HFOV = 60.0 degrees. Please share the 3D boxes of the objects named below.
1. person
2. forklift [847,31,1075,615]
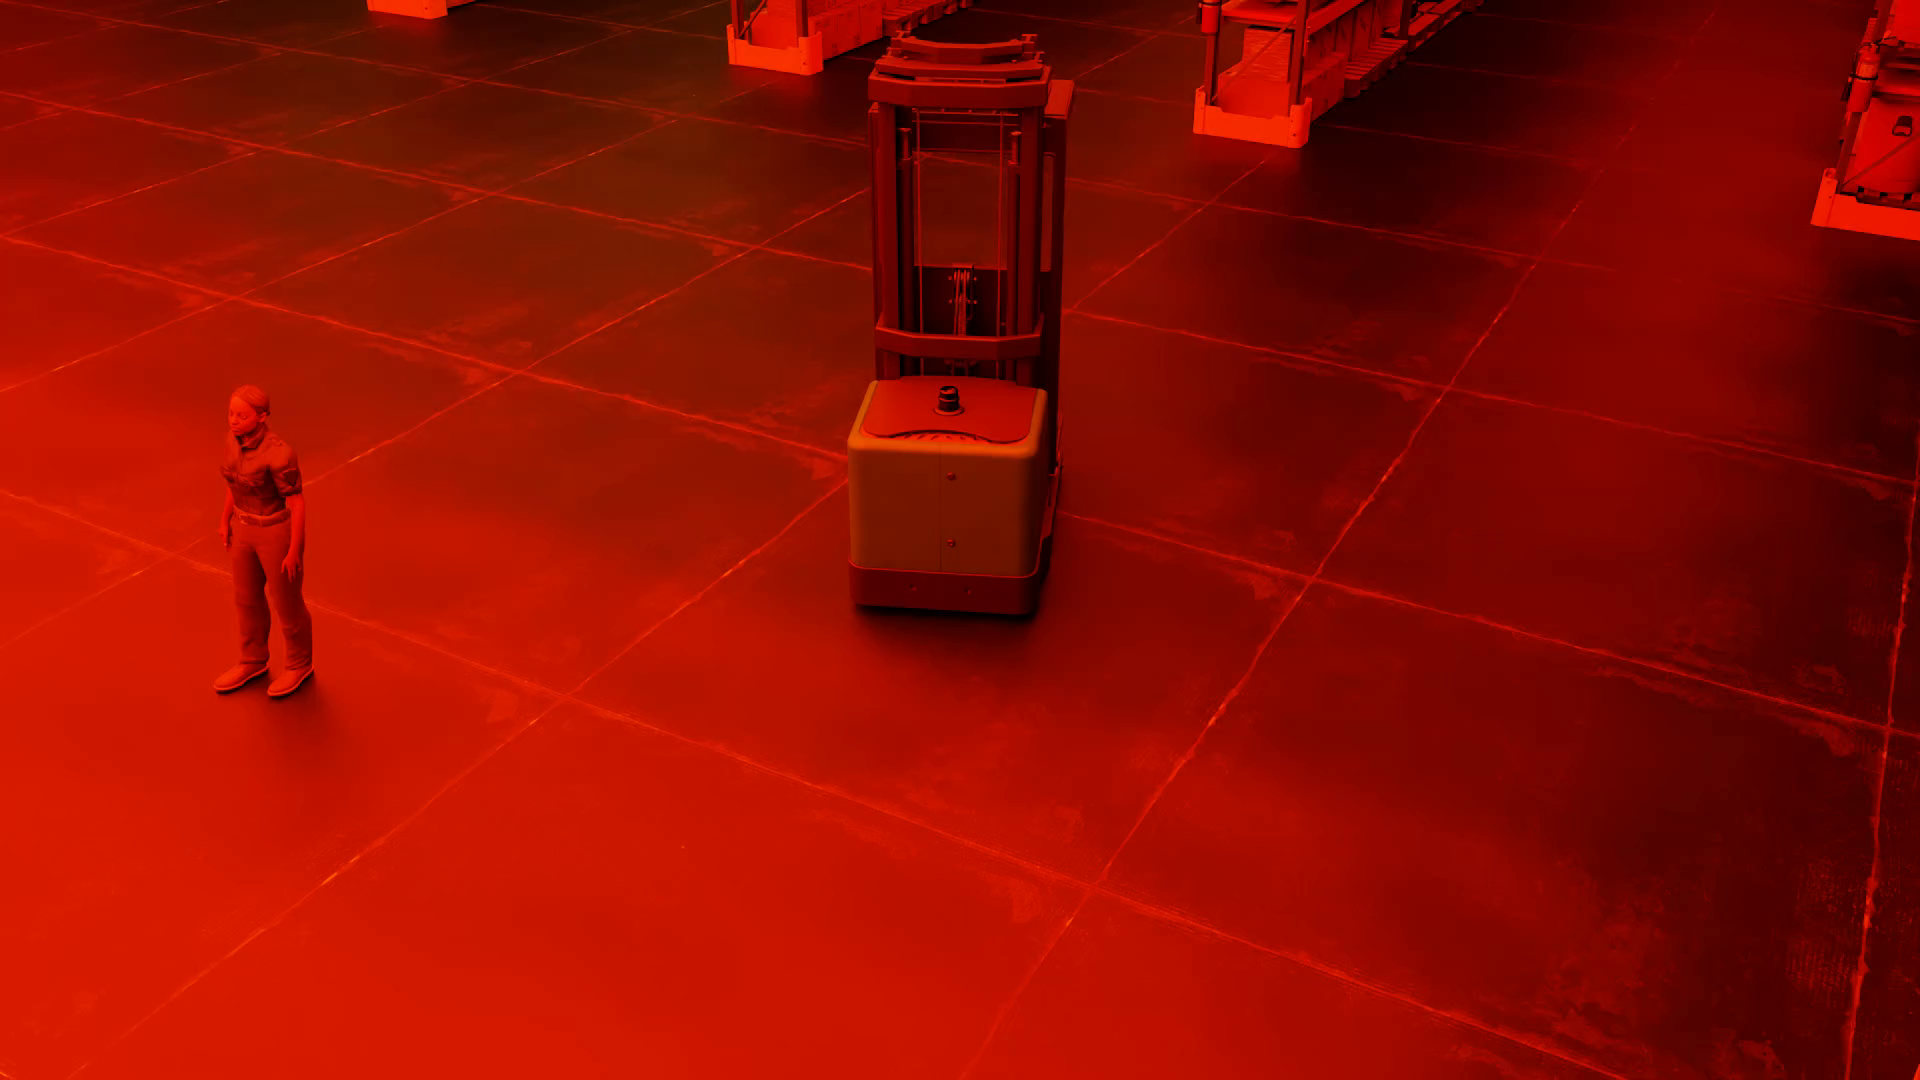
[{"bbox_3d":[-3.529,0.024,8.292,0.569,1.654,0.504,17,34,26],"label":"person"},{"bbox_3d":[0.072,-1.572,9.794,1.130,2.935,3.031,3,30,6],"label":"forklift"}]
